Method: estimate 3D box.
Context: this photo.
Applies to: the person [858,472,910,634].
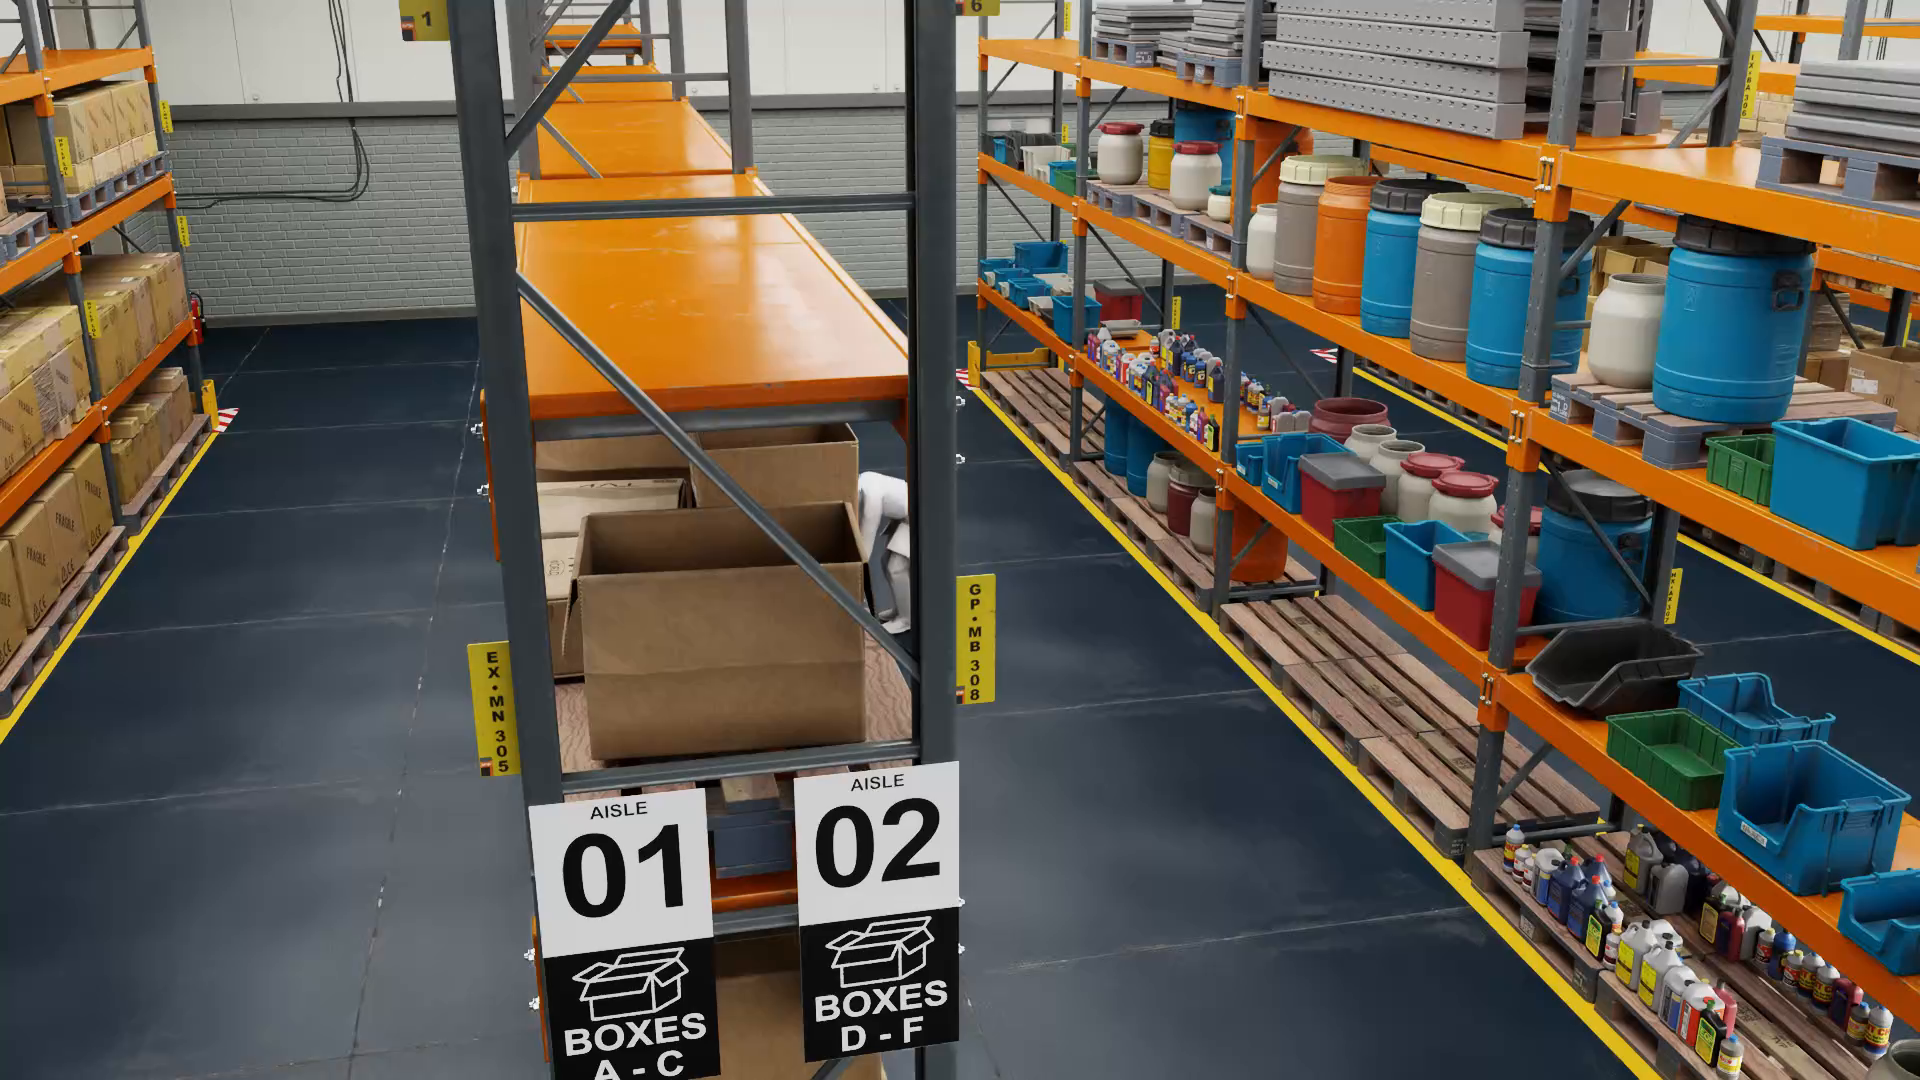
[{"bbox_3d":[-0.615,0.089,12.942,0.889,1.270,0.558,-5,20,-14],"label":"person"}]
